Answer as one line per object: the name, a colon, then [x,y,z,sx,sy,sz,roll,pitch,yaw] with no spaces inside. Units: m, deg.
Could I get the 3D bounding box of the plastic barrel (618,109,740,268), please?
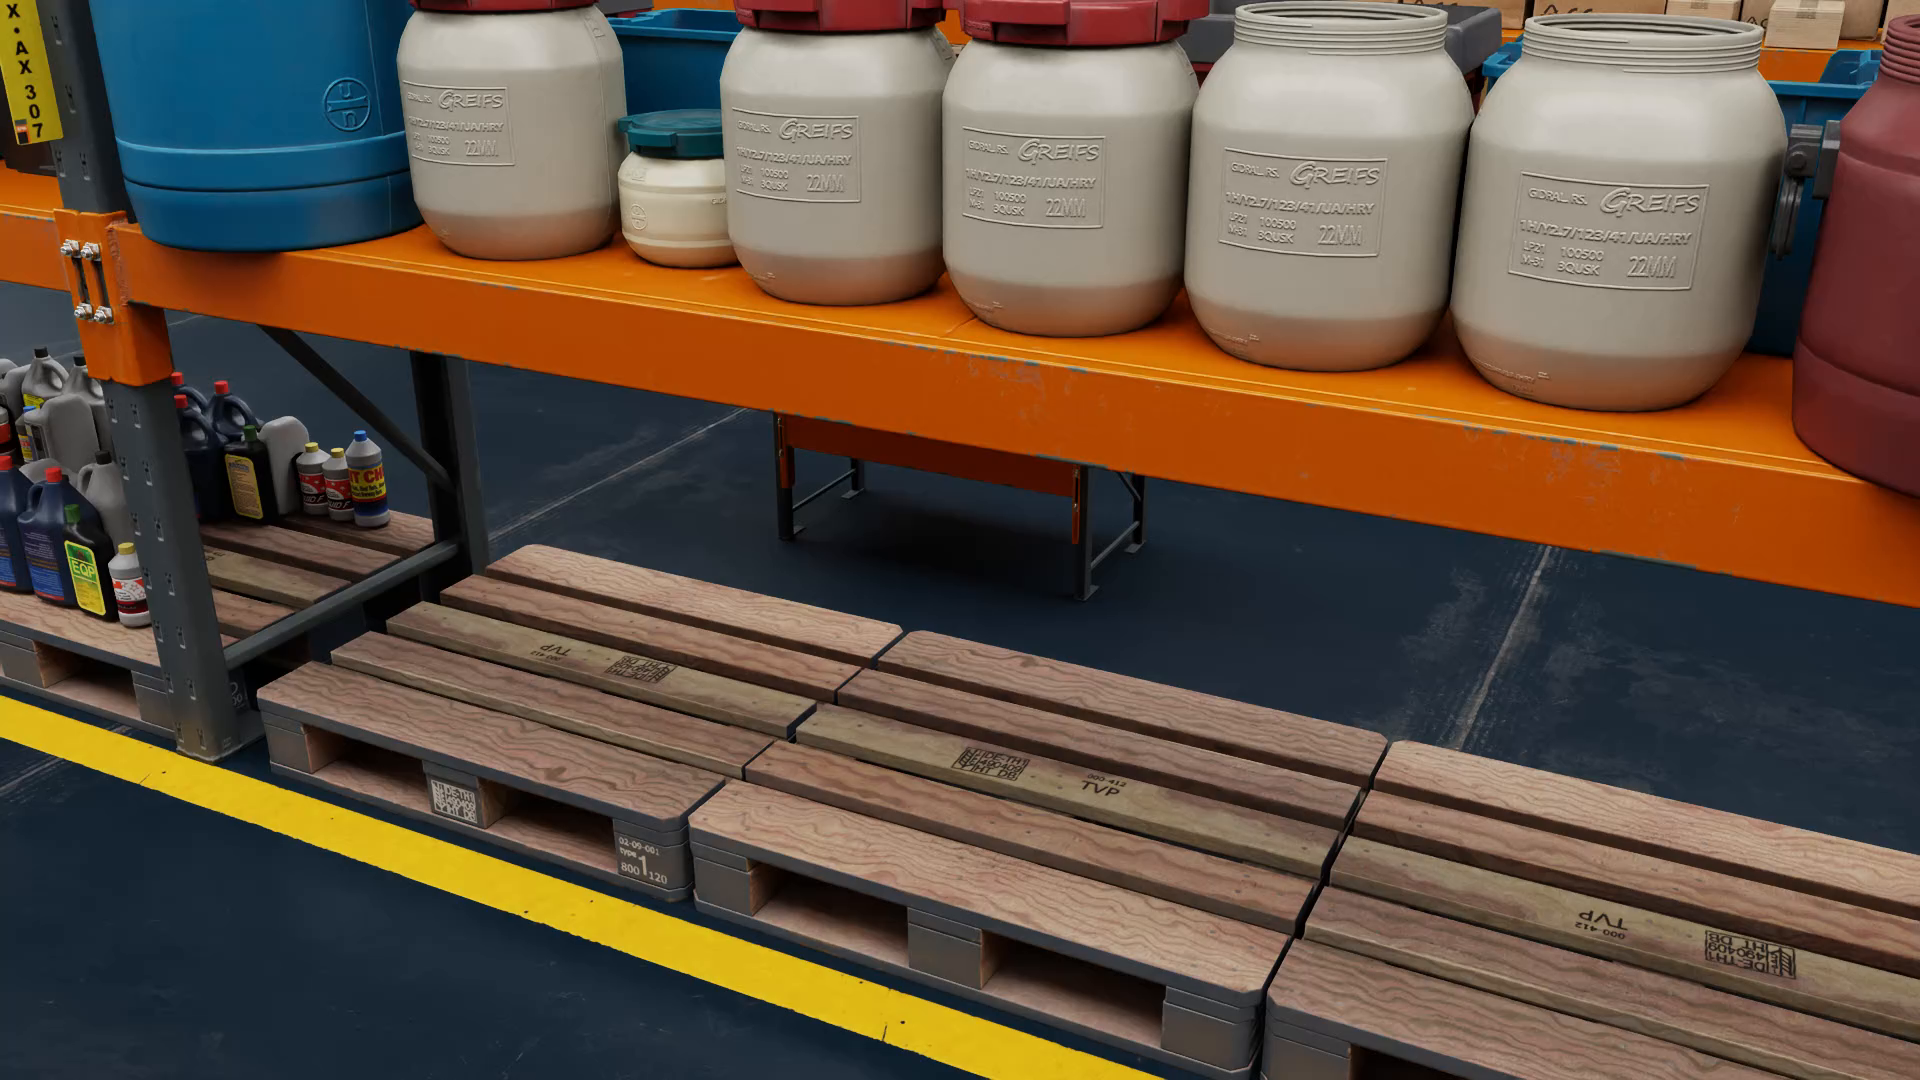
plastic barrel: [-0.502,-0.673,3.177,0.301,0.262,0.301,0,23,0]

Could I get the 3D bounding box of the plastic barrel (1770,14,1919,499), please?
plastic barrel: [1.405,-0.357,2.082,0.708,0.536,0.600,11,25,25]

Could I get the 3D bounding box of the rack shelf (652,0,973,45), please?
rack shelf: [-1.161,-2.776,8.863,4.000,0.370,1.077,11,25,25]

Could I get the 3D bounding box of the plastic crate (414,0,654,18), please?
plastic crate: [-1.044,-1.075,3.863,0.583,0.464,0.402,11,25,25]

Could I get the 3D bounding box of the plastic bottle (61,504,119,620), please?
plastic bottle: [-2.192,0.054,4.200,0.133,0.283,0.061,13,26,27]

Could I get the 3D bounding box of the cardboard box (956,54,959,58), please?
cardboard box: [-0.098,-2.303,8.852,0.500,0.500,0.500,11,25,25]

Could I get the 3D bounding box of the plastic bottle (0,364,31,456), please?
plastic bottle: [-3.011,-0.430,5.346,0.135,0.276,0.152,10,25,23]

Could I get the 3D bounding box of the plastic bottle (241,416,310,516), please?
plastic bottle: [-2.002,-0.230,4.877,0.135,0.276,0.152,12,26,26]

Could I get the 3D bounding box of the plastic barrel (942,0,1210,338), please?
plastic barrel: [0.182,-0.635,2.737,0.433,0.535,0.433,0,23,0]

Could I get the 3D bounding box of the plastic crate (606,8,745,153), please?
plastic crate: [-0.489,-0.931,3.626,0.575,0.384,0.392,11,25,25]

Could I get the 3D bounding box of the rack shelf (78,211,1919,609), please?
rack shelf: [0.171,-0.340,3.136,4.000,0.370,1.077,11,25,25]

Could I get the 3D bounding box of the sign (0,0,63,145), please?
sign: [-1.872,-0.961,3.324,0.005,0.325,0.100,11,25,25]

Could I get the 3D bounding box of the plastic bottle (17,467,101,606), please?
plastic bottle: [-2.319,-0.021,4.289,0.185,0.351,0.144,10,25,23]

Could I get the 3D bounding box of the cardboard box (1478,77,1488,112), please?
cardboard box: [4.004,-3.339,11.900,0.500,0.500,0.700,11,25,24]

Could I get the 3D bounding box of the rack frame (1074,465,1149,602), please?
rack frame: [0.460,-0.427,4.816,0.032,1.125,0.500,11,25,25]

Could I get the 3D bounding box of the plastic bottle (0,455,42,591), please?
plastic bottle: [-2.490,-0.055,4.368,0.185,0.351,0.144,10,25,22]

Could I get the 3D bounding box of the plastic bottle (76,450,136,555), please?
plastic bottle: [-2.254,-0.071,4.407,0.185,0.351,0.144,11,25,25]

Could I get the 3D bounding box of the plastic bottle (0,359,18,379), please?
plastic bottle: [-3.134,-0.454,5.404,0.135,0.276,0.152,11,26,25]

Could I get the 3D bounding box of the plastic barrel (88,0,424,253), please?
plastic barrel: [-1.406,-1.081,3.318,0.708,0.901,0.600,11,25,25]

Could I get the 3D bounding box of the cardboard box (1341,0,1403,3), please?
cardboard box: [1.772,-2.565,7.321,0.500,0.500,0.500,13,26,28]

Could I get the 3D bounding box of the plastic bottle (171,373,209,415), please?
plastic bottle: [-2.316,-0.329,5.012,0.185,0.351,0.144,10,25,22]

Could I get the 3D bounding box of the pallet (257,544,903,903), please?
pallet: [-0.896,0.384,4.077,1.213,0.211,1.003,11,25,25]

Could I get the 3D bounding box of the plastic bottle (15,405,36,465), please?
plastic bottle: [-2.876,-0.318,5.178,0.097,0.201,0.097,0,23,0]

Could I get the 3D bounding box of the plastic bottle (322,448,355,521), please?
plastic bottle: [-1.791,-0.166,4.822,0.097,0.201,0.097,0,23,0]

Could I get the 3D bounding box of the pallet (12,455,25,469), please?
pallet: [-3.287,-0.089,5.190,1.213,0.211,1.003,11,25,25]

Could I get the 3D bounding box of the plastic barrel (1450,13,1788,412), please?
plastic barrel: [0.941,-0.476,2.395,0.421,0.512,0.421,0,23,0]

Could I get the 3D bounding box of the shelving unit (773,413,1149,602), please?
shelving unit: [0.006,-0.516,5.027,1.048,1.125,0.538,11,25,25]

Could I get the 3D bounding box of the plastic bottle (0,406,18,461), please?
plastic bottle: [-3.050,-0.349,5.251,0.097,0.201,0.097,0,23,0]

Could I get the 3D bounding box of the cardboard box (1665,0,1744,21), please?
cardboard box: [3.030,-2.137,6.764,0.250,0.149,0.380,13,26,28]

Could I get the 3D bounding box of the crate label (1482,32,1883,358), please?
crate label: [1.191,-0.604,2.793,0.616,0.435,0.502,11,25,25]

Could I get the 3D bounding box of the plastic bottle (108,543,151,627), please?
plastic bottle: [-2.078,0.106,4.182,0.097,0.201,0.097,0,23,0]

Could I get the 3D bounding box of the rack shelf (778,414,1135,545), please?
rack shelf: [0.006,-0.291,5.123,1.000,0.278,0.538,11,25,25]

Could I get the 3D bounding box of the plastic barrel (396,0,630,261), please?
plastic barrel: [-0.859,-0.841,3.222,0.433,0.535,0.433,0,23,0]

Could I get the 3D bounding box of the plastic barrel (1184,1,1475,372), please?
plastic barrel: [0.565,-0.551,2.570,0.421,0.512,0.421,0,23,0]

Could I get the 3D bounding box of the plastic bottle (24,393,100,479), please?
plastic bottle: [-2.739,-0.313,5.071,0.135,0.276,0.152,11,25,25]

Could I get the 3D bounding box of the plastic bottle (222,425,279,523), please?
plastic bottle: [-2.049,-0.196,4.788,0.133,0.283,0.061,11,25,25]

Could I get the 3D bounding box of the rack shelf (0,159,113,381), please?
rack shelf: [-3.399,-1.046,4.797,4.000,0.370,1.077,11,25,25]

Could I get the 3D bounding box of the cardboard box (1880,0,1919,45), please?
cardboard box: [3.889,-2.086,6.436,0.500,0.311,0.500,13,26,28]

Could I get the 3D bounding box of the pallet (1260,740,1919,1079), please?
pallet: [1.282,0.815,3.064,1.213,0.211,1.003,11,25,25]

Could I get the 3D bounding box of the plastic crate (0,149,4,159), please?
plastic crate: [-2.724,-1.056,4.091,0.616,0.251,0.499,11,25,25]

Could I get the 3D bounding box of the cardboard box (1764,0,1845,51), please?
cardboard box: [3.267,-1.994,6.427,0.250,0.149,0.380,11,25,25]

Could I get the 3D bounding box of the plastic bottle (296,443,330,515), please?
plastic bottle: [-1.882,-0.184,4.864,0.097,0.201,0.097,0,23,0]

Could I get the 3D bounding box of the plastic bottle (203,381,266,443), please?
plastic bottle: [-2.147,-0.295,4.934,0.185,0.351,0.144,12,26,26]

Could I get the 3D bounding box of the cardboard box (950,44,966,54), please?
cardboard box: [-0.137,-4.002,13.702,0.500,0.311,0.500,8,24,19]

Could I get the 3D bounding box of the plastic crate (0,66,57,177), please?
plastic crate: [-2.024,-1.133,4.160,0.504,0.338,0.767,11,25,25]

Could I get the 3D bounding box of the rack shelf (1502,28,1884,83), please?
rack shelf: [2.409,-2.069,7.202,4.000,0.370,1.077,11,25,25]

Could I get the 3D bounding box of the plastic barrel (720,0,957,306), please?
plastic barrel: [-0.204,-0.712,2.917,0.433,0.535,0.433,0,23,0]

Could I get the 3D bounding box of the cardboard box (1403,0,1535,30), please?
cardboard box: [2.219,-2.477,7.113,0.500,0.500,0.500,11,25,25]

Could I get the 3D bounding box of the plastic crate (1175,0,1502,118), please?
plastic crate: [0.652,-0.740,3.075,0.583,0.464,0.402,11,25,25]

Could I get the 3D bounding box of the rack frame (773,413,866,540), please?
rack frame: [-0.448,-0.606,5.238,0.032,1.125,0.500,11,25,25]

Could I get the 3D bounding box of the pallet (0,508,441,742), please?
pallet: [-2.195,0.126,4.684,1.213,0.211,1.003,11,25,25]

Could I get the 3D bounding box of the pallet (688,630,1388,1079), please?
pallet: [0.197,0.599,3.572,1.213,0.211,1.003,11,25,25]

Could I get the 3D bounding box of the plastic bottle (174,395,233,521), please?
plastic bottle: [-2.212,-0.245,4.816,0.185,0.351,0.144,11,25,25]

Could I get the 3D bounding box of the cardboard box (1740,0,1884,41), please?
cardboard box: [3.483,-2.232,6.779,0.500,0.311,0.500,11,25,24]

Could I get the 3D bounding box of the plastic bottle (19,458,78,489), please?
plastic bottle: [-2.446,-0.076,4.515,0.135,0.276,0.152,11,25,25]

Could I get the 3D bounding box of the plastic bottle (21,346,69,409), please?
plastic bottle: [-2.861,-0.436,5.266,0.185,0.351,0.144,12,26,27]

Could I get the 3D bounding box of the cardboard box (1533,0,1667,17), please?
cardboard box: [2.689,-2.384,6.895,0.500,0.500,0.500,10,25,22]

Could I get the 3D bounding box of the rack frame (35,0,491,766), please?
rack frame: [-1.614,-1.024,3.826,0.127,3.000,1.000,11,25,25]

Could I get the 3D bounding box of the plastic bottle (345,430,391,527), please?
plastic bottle: [-1.701,-0.181,4.766,0.097,0.271,0.097,0,23,0]

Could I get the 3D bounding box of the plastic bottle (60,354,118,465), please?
plastic bottle: [-2.695,-0.404,5.189,0.185,0.351,0.144,11,25,24]
